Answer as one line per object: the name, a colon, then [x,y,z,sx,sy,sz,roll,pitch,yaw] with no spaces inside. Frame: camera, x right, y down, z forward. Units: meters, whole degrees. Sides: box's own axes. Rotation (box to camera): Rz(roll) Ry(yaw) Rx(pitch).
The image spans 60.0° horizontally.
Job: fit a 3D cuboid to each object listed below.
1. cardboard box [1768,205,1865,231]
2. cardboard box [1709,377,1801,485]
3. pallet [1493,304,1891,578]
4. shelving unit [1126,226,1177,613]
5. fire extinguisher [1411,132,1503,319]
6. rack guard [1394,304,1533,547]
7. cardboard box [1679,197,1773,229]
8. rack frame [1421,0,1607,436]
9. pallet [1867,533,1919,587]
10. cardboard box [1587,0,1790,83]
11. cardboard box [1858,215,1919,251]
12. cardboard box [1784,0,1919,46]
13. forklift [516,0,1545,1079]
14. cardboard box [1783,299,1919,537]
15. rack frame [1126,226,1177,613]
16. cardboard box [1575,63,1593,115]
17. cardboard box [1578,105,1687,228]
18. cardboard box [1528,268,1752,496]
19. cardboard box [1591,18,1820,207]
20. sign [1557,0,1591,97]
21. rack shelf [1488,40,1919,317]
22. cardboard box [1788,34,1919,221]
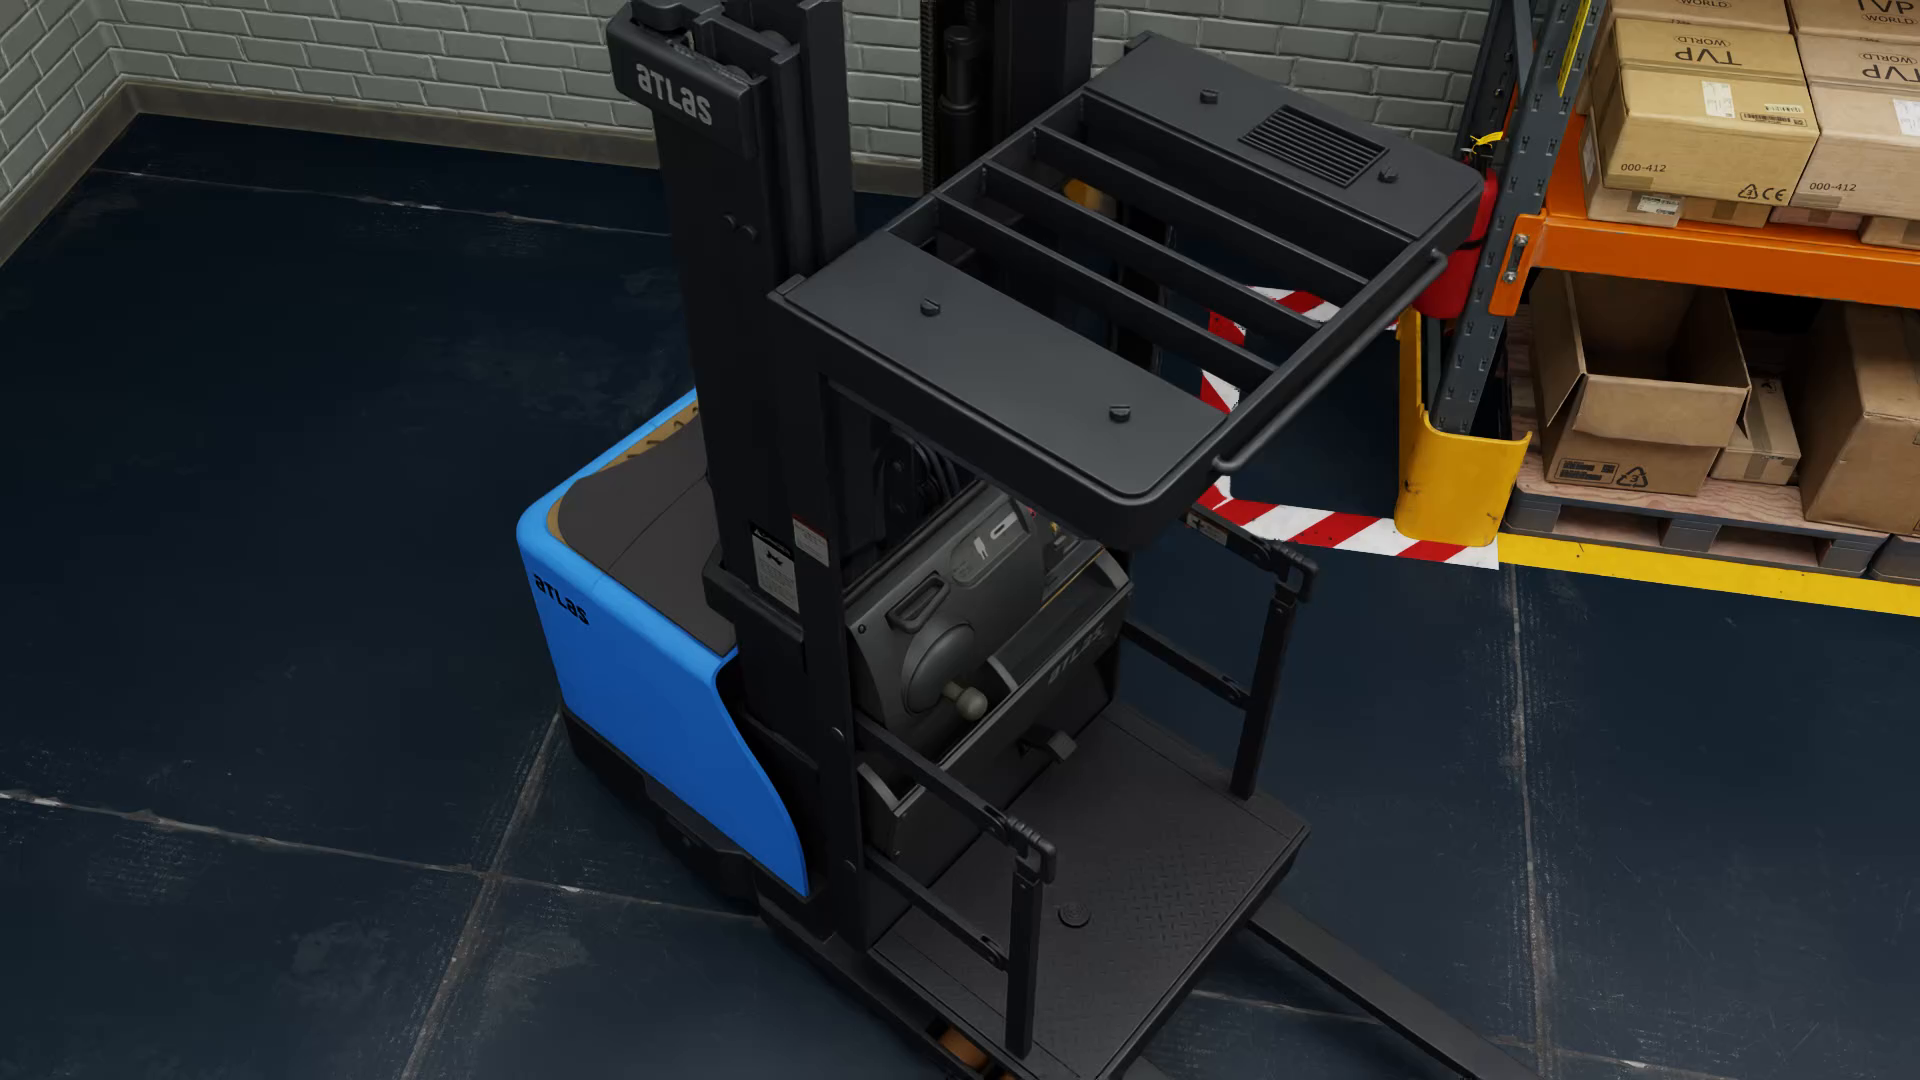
cardboard box: [2.502,-1.093,4.884,0.250,0.149,0.380,7,48,6]
cardboard box: [2.700,-0.383,5.711,0.250,0.149,0.380,6,48,5]
pallet: [2.563,-0.383,5.953,1.213,0.211,1.003,8,49,7]
shelving unit: [0.083,-0.495,5.186,1.048,1.500,0.538,8,49,7]
fire extinguisher: [1.477,-0.961,4.899,0.183,0.674,0.296,8,49,7]
rack guard: [1.778,-0.584,5.939,0.348,0.500,1.175,8,49,7]
cardboard box: [2.237,-1.102,4.892,0.250,0.149,0.380,9,49,8]
rack frame: [1.704,-1.430,5.018,0.127,3.000,1.000,8,49,7]
pallet: [3.760,-0.220,5.806,1.213,0.211,1.003,8,49,7]
cardboard box: [2.203,-1.613,5.083,0.500,0.250,0.500,9,49,8]
cardboard box: [2.739,-1.014,4.814,0.250,0.149,0.380,9,49,8]
cardboard box: [2.711,-1.544,5.021,0.500,0.250,0.500,8,49,7]
forklift: [0.261,0.118,3.673,3.031,2.935,1.130,32,56,26]
cardboard box: [3.123,-0.443,5.530,0.500,0.500,0.700,9,49,8]
rack frame: [0.582,-0.423,5.122,0.032,1.500,0.500,8,49,7]
cardboard box: [2.077,-1.499,5.249,0.250,0.149,0.380,7,48,6]
cardboard box: [1.978,-1.102,4.892,0.250,0.149,0.380,7,48,7]
cardboard box: [2.289,-0.586,5.656,0.637,0.503,0.797,6,48,5]
cardboard box: [2.102,-1.222,4.732,0.500,0.250,0.500,8,49,7]
sign: [1.607,-1.322,4.339,0.005,0.325,0.100,8,49,7]
rack shelf: [3.672,-0.925,5.048,4.000,0.370,1.077,8,49,7]
cardboard box: [2.598,-1.156,4.673,0.500,0.250,0.500,8,49,7]
